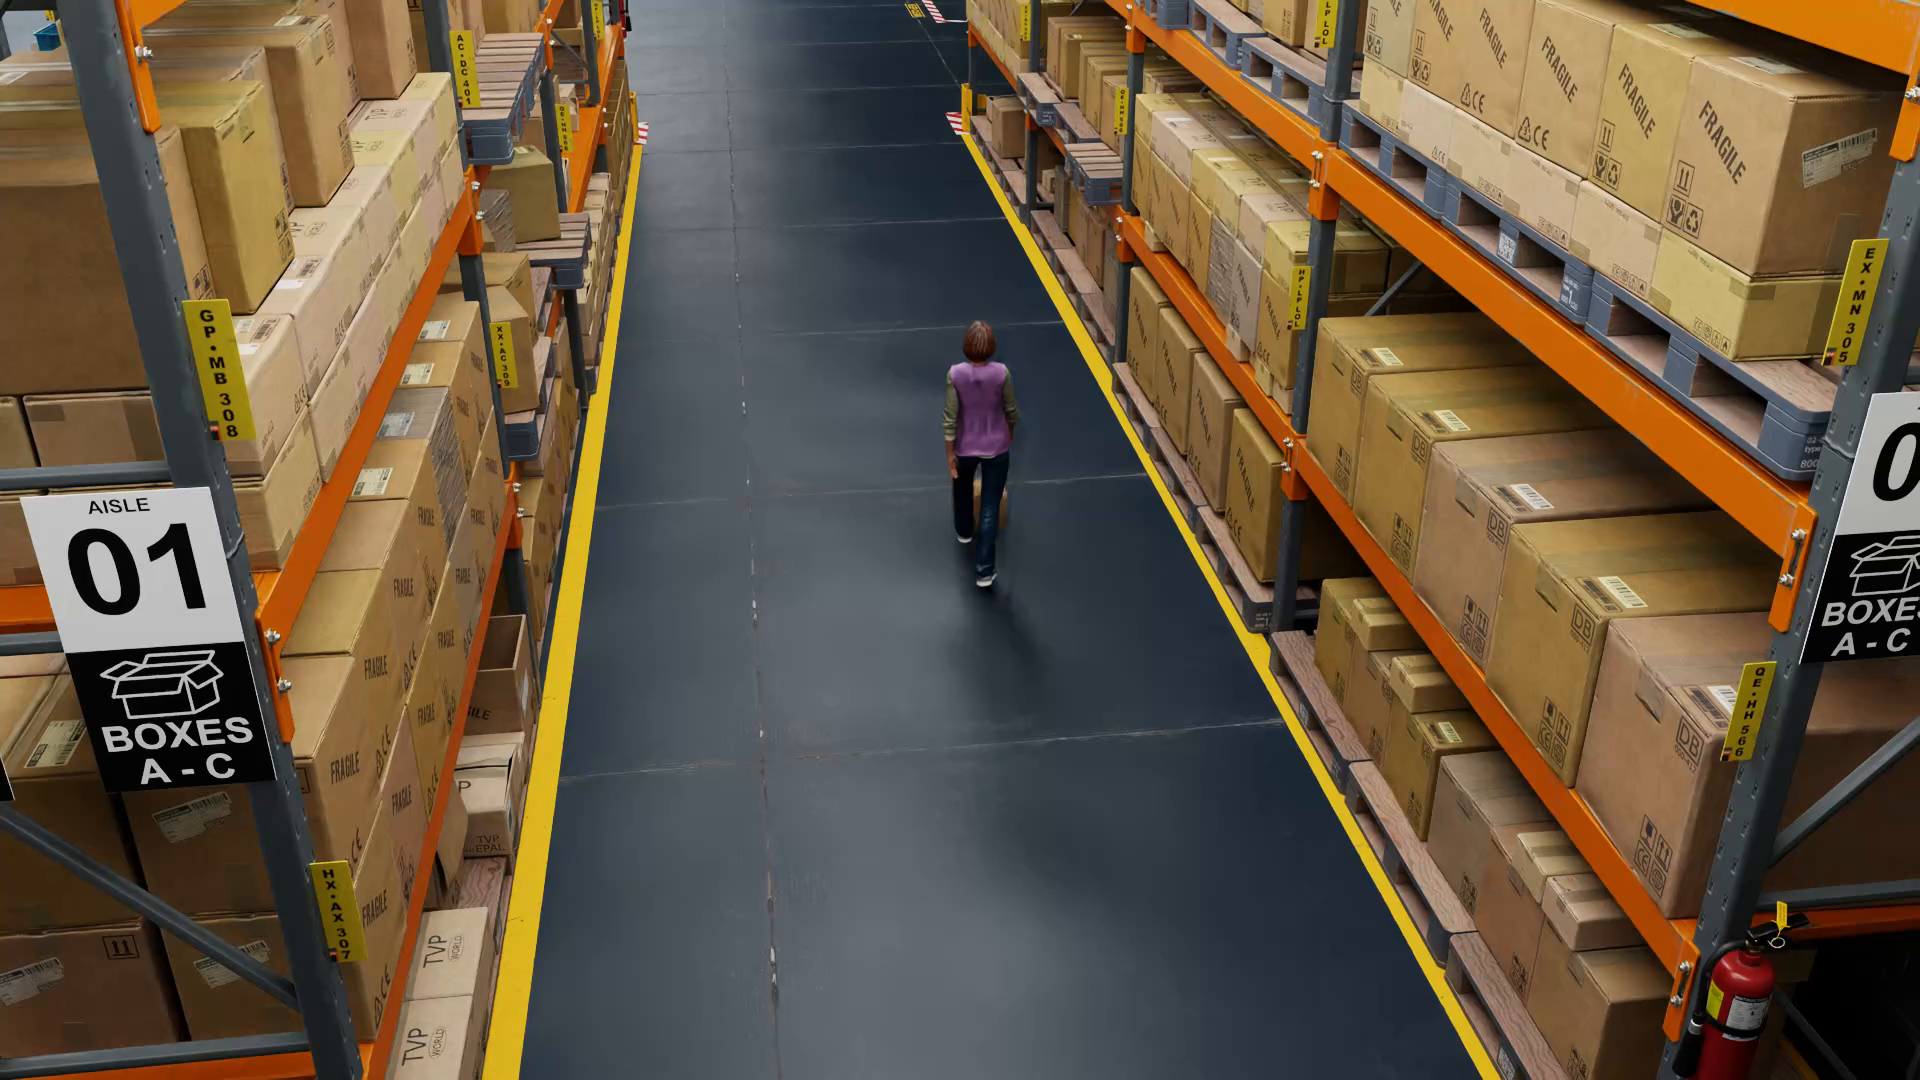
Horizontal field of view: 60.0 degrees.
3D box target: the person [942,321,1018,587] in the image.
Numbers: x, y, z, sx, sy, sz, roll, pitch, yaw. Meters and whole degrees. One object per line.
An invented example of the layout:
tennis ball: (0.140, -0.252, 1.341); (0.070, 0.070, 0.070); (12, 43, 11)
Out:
person: (0.129, -0.578, 9.705); (0.422, 1.563, 0.826); (3, 28, 5)
